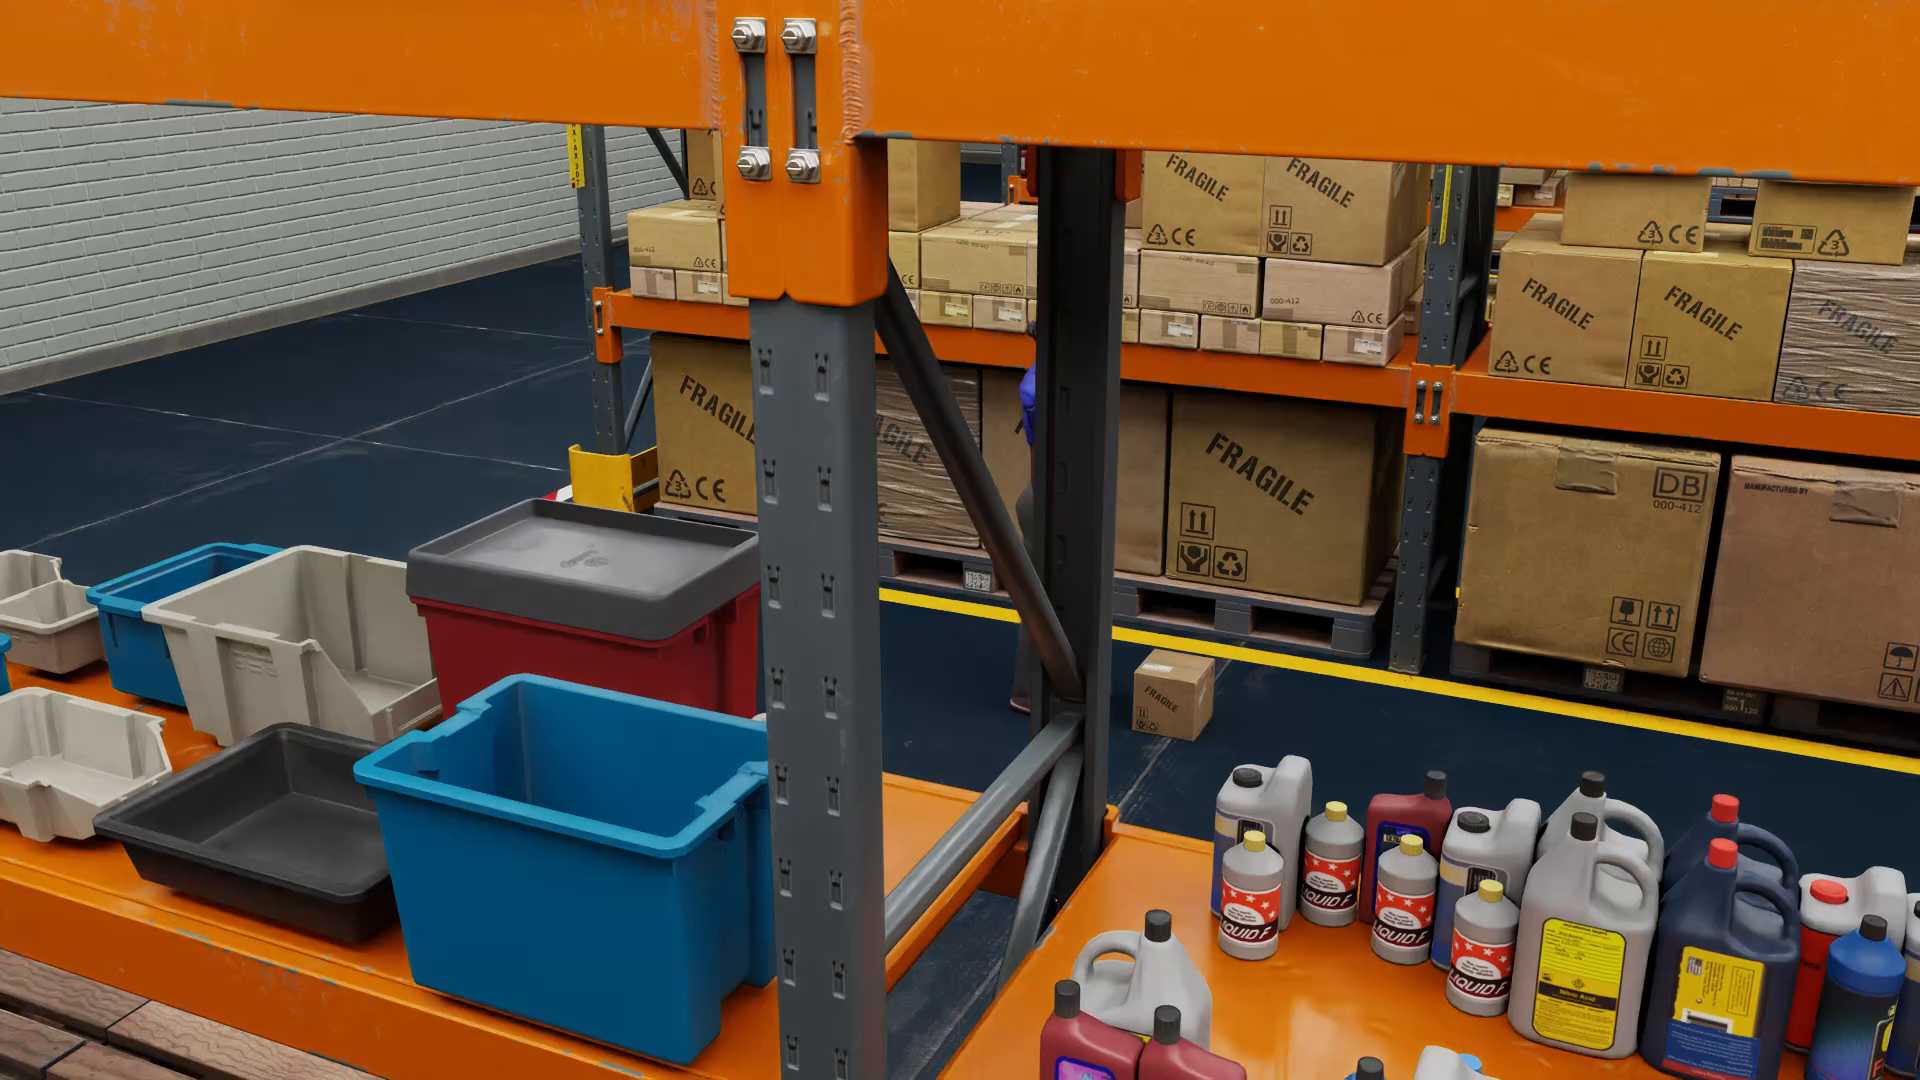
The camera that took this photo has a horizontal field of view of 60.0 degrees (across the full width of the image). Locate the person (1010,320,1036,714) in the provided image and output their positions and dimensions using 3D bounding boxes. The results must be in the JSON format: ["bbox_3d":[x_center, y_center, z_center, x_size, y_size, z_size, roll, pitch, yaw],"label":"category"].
[{"bbox_3d":[0.397,-0.131,6.458,0.302,1.658,0.437,9,21,24],"label":"person"}]
